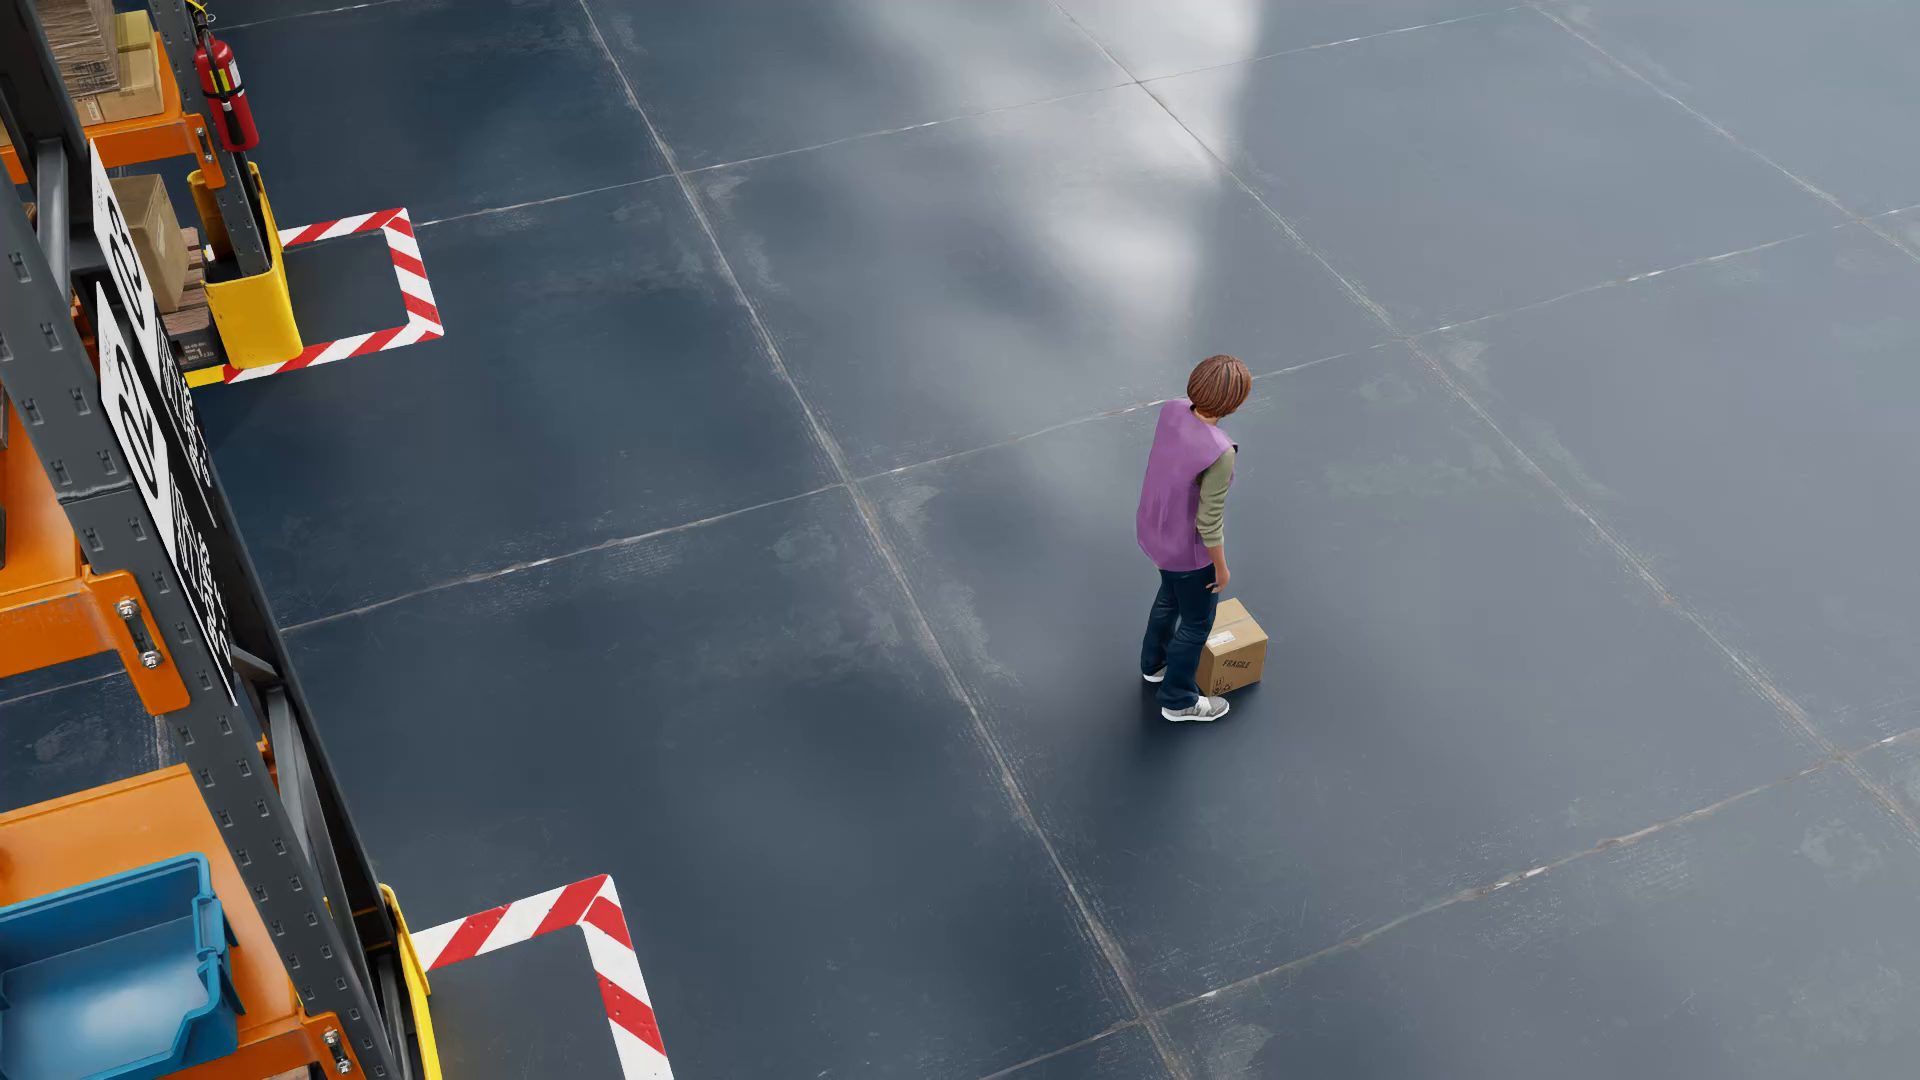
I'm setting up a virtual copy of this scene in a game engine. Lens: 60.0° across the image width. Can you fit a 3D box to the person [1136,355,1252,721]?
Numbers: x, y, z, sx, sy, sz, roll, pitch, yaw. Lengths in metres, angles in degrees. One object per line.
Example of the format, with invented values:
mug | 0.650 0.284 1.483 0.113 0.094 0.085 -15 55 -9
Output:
person | 0.849 0.000 6.168 0.366 1.593 0.470 -16 45 -17
